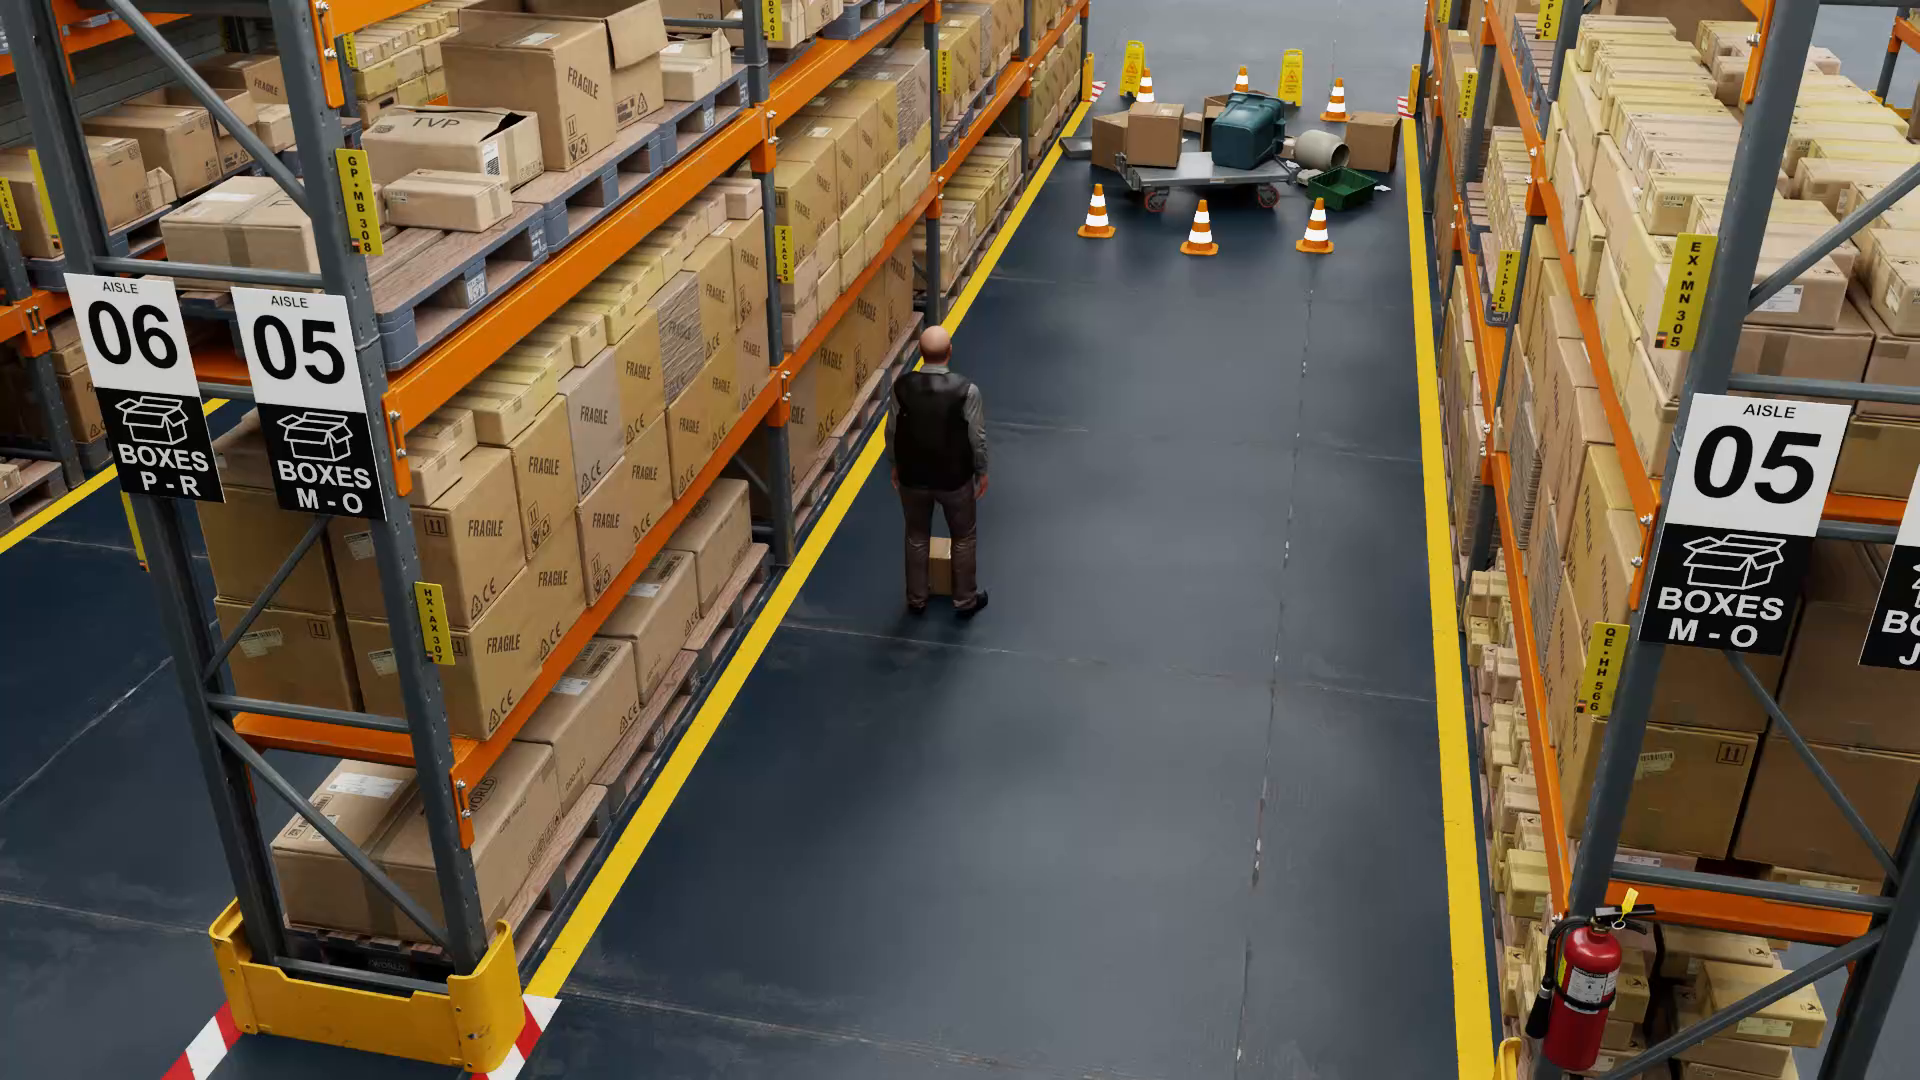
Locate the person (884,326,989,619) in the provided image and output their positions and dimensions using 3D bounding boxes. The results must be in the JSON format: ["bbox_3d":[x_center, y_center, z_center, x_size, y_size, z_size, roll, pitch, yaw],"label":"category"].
[{"bbox_3d":[-0.131,-0.353,9.295,0.580,1.720,0.421,6,29,11],"label":"person"}]
